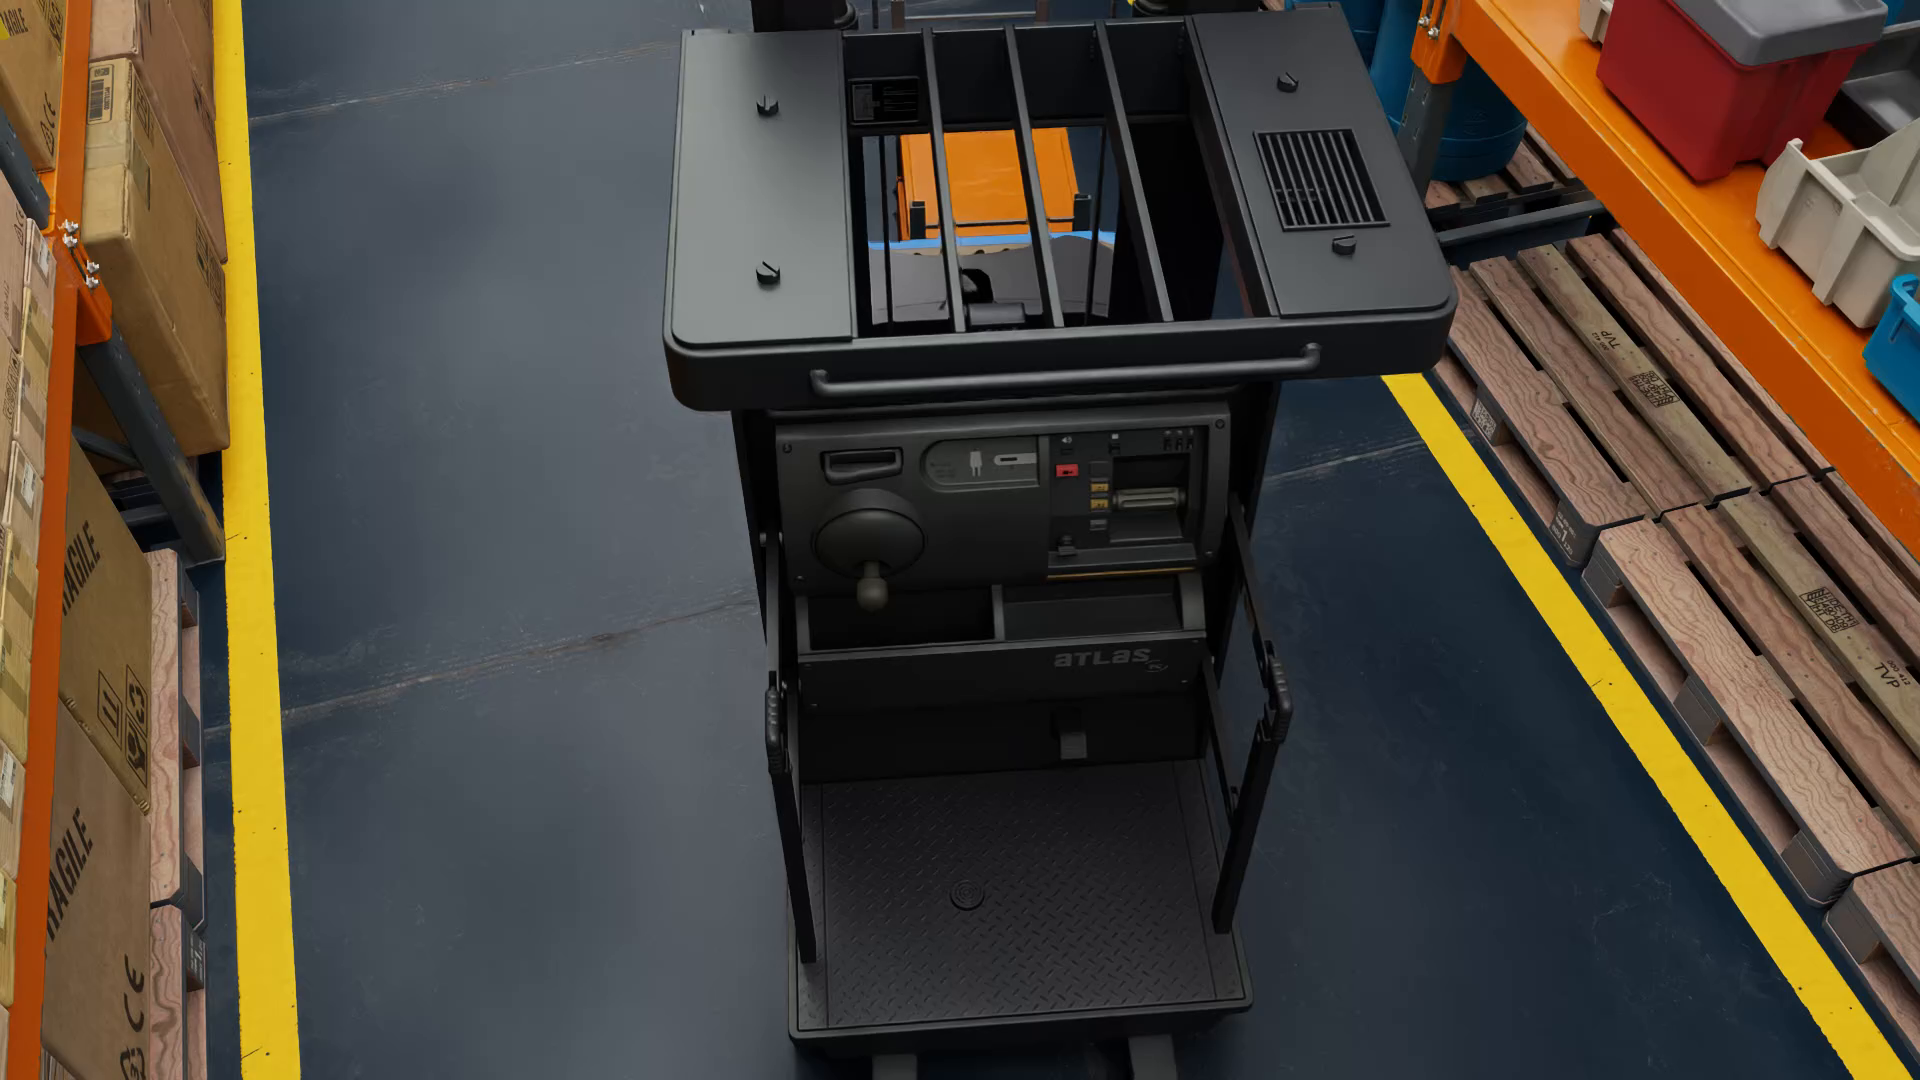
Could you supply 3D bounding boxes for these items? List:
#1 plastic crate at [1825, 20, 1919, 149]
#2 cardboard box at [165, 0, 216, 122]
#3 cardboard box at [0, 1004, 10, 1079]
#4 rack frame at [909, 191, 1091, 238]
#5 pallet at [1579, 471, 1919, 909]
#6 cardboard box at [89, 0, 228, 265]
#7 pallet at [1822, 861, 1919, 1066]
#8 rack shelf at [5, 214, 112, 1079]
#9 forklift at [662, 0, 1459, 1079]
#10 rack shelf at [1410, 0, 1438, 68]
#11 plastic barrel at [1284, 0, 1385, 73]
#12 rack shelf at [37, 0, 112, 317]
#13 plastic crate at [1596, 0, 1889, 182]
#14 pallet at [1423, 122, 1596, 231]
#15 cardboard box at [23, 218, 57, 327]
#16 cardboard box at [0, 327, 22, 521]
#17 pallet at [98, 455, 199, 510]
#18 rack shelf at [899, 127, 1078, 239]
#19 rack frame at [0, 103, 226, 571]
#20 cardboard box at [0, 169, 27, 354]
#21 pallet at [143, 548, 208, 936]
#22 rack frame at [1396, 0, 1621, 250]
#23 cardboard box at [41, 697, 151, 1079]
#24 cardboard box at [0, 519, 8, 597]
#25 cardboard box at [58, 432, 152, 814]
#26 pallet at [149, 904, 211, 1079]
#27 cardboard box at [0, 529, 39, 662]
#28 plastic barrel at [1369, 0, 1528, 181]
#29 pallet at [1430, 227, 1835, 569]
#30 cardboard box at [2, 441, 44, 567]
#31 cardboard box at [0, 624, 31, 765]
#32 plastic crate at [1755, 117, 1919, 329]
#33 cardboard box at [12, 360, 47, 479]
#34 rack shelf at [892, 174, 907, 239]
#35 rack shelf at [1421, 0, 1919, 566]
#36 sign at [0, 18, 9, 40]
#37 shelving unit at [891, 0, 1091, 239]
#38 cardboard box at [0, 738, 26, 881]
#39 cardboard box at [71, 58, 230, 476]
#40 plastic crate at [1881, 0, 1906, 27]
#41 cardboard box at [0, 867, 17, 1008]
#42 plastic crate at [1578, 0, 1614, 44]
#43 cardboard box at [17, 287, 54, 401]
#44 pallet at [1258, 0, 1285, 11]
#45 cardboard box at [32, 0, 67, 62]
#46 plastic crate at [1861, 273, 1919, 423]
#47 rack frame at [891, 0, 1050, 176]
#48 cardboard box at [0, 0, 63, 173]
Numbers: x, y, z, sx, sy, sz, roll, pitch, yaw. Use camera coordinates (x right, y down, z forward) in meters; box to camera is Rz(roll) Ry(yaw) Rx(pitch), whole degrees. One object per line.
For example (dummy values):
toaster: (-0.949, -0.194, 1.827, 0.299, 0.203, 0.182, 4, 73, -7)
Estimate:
plastic crate: (2.532, -1.124, 4.377, 0.437, 0.125, 0.590, -13, 51, -11)
cardboard box: (-3.529, -2.041, 6.124, 1.225, 0.875, 0.875, -13, 51, -11)
cardboard box: (-1.776, 0.900, 2.694, 0.380, 0.149, 0.250, -14, 51, -11)
rack frame: (0.110, -0.575, 4.999, 0.500, 1.125, 0.032, -3, 50, -3)
pallet: (2.563, 0.369, 4.801, 1.003, 0.211, 1.213, -13, 51, -11)
cardboard box: (-3.260, -1.396, 5.580, 1.225, 0.875, 0.875, -15, 51, -12)
pallet: (2.921, 1.259, 4.051, 1.003, 0.211, 1.213, -13, 51, -11)
rack shelf: (-2.195, 0.862, 3.032, 1.077, 0.370, 4.000, -13, 51, -11)
forklift: (0.111, 0.037, 3.302, 1.130, 2.935, 3.031, -3, 50, -3)
rack shelf: (1.353, -3.179, 6.439, 1.077, 0.370, 4.000, -13, 51, -11)
plastic barrel: (1.590, -2.328, 6.348, 0.600, 0.901, 0.708, -13, 51, -11)
rack shelf: (-3.378, -2.059, 5.495, 1.077, 0.370, 4.000, -13, 51, -11)
plastic crate: (1.969, -1.281, 4.287, 0.402, 0.464, 0.583, -13, 51, -11)
pallet: (1.756, -1.625, 6.481, 1.003, 0.211, 1.213, -13, 51, -11)
cardboard box: (-2.384, -0.601, 3.959, 0.380, 0.149, 0.250, -13, 51, -11)
cardboard box: (-2.250, -0.237, 3.392, 0.500, 0.250, 0.500, -12, 51, -10)
pallet: (-3.087, -0.478, 5.515, 1.003, 0.211, 1.213, -13, 51, -11)
rack shelf: (0.071, -1.151, 5.102, 0.538, 0.278, 1.000, -3, 50, -3)
rack frame: (-2.787, -0.830, 3.988, 1.000, 3.000, 0.127, -13, 51, -11)
cardboard box: (-2.406, -0.615, 3.710, 0.500, 0.250, 0.500, -14, 51, -12)
pallet: (-2.637, 0.641, 4.571, 1.003, 0.211, 1.213, -13, 51, -11)
rack frame: (1.944, -1.950, 4.932, 1.000, 3.000, 0.127, -13, 51, -11)
cardboard box: (-2.402, 0.876, 3.664, 0.875, 0.875, 0.875, -13, 51, -11)
cardboard box: (-2.099, 0.135, 3.078, 0.500, 0.250, 0.500, -12, 51, -10)
cardboard box: (-2.668, 0.219, 4.218, 0.875, 0.875, 0.875, -13, 51, -11)
pallet: (-2.272, 1.534, 3.819, 1.003, 0.211, 1.213, -13, 51, -11)
cardboard box: (-2.079, 0.151, 3.325, 0.380, 0.149, 0.250, -12, 51, -10)
plastic barrel: (1.800, -1.811, 5.912, 0.600, 0.901, 0.708, -13, 51, -11)
pallet: (2.199, -0.523, 5.553, 1.003, 0.211, 1.213, -13, 51, -11)
cardboard box: (-2.156, -0.038, 3.484, 0.380, 0.149, 0.250, -12, 51, -10)
cardboard box: (-2.003, 0.338, 3.168, 0.380, 0.149, 0.250, -14, 51, -12)
plastic crate: (2.220, -0.775, 3.979, 0.437, 0.282, 0.530, -13, 51, -11)
cardboard box: (-2.232, -0.225, 3.642, 0.380, 0.149, 0.250, -14, 51, -12)
rack shelf: (0.071, -0.805, 5.513, 0.538, 0.278, 1.000, -3, 50, -3)
rack shelf: (2.536, -0.258, 3.976, 1.077, 0.370, 4.000, -13, 51, -11)
sign: (-2.257, -1.262, 3.734, 0.100, 0.325, 0.005, -13, 51, -11)
shelving unit: (0.071, -0.963, 5.326, 0.538, 1.125, 1.048, -3, 50, -3)
cardboard box: (-1.929, 0.524, 3.011, 0.380, 0.149, 0.250, -13, 51, -10)
cardboard box: (-2.995, -0.744, 5.030, 1.225, 0.875, 0.875, -13, 51, -11)
plastic crate: (2.408, -1.701, 4.693, 0.392, 0.384, 0.575, -13, 51, -11)
cardboard box: (-1.850, 0.715, 2.850, 0.380, 0.149, 0.250, -14, 51, -12)
plastic crate: (1.946, -1.512, 4.696, 0.396, 0.136, 0.243, -13, 51, -11)
cardboard box: (-2.307, -0.413, 3.800, 0.380, 0.149, 0.250, -12, 51, -10)
pallet: (1.392, -2.517, 7.234, 1.003, 0.211, 1.213, -13, 51, -11)
cardboard box: (-2.834, -1.622, 4.590, 0.500, 0.500, 0.500, -13, 51, -11)
plastic crate: (2.275, -0.436, 3.726, 0.416, 0.233, 0.300, -13, 51, -11)
rack frame: (0.032, -1.350, 5.653, 0.500, 1.125, 0.032, -3, 50, -3)
cardboard box: (-2.684, -1.255, 4.281, 0.500, 0.500, 0.500, -13, 51, -11)
